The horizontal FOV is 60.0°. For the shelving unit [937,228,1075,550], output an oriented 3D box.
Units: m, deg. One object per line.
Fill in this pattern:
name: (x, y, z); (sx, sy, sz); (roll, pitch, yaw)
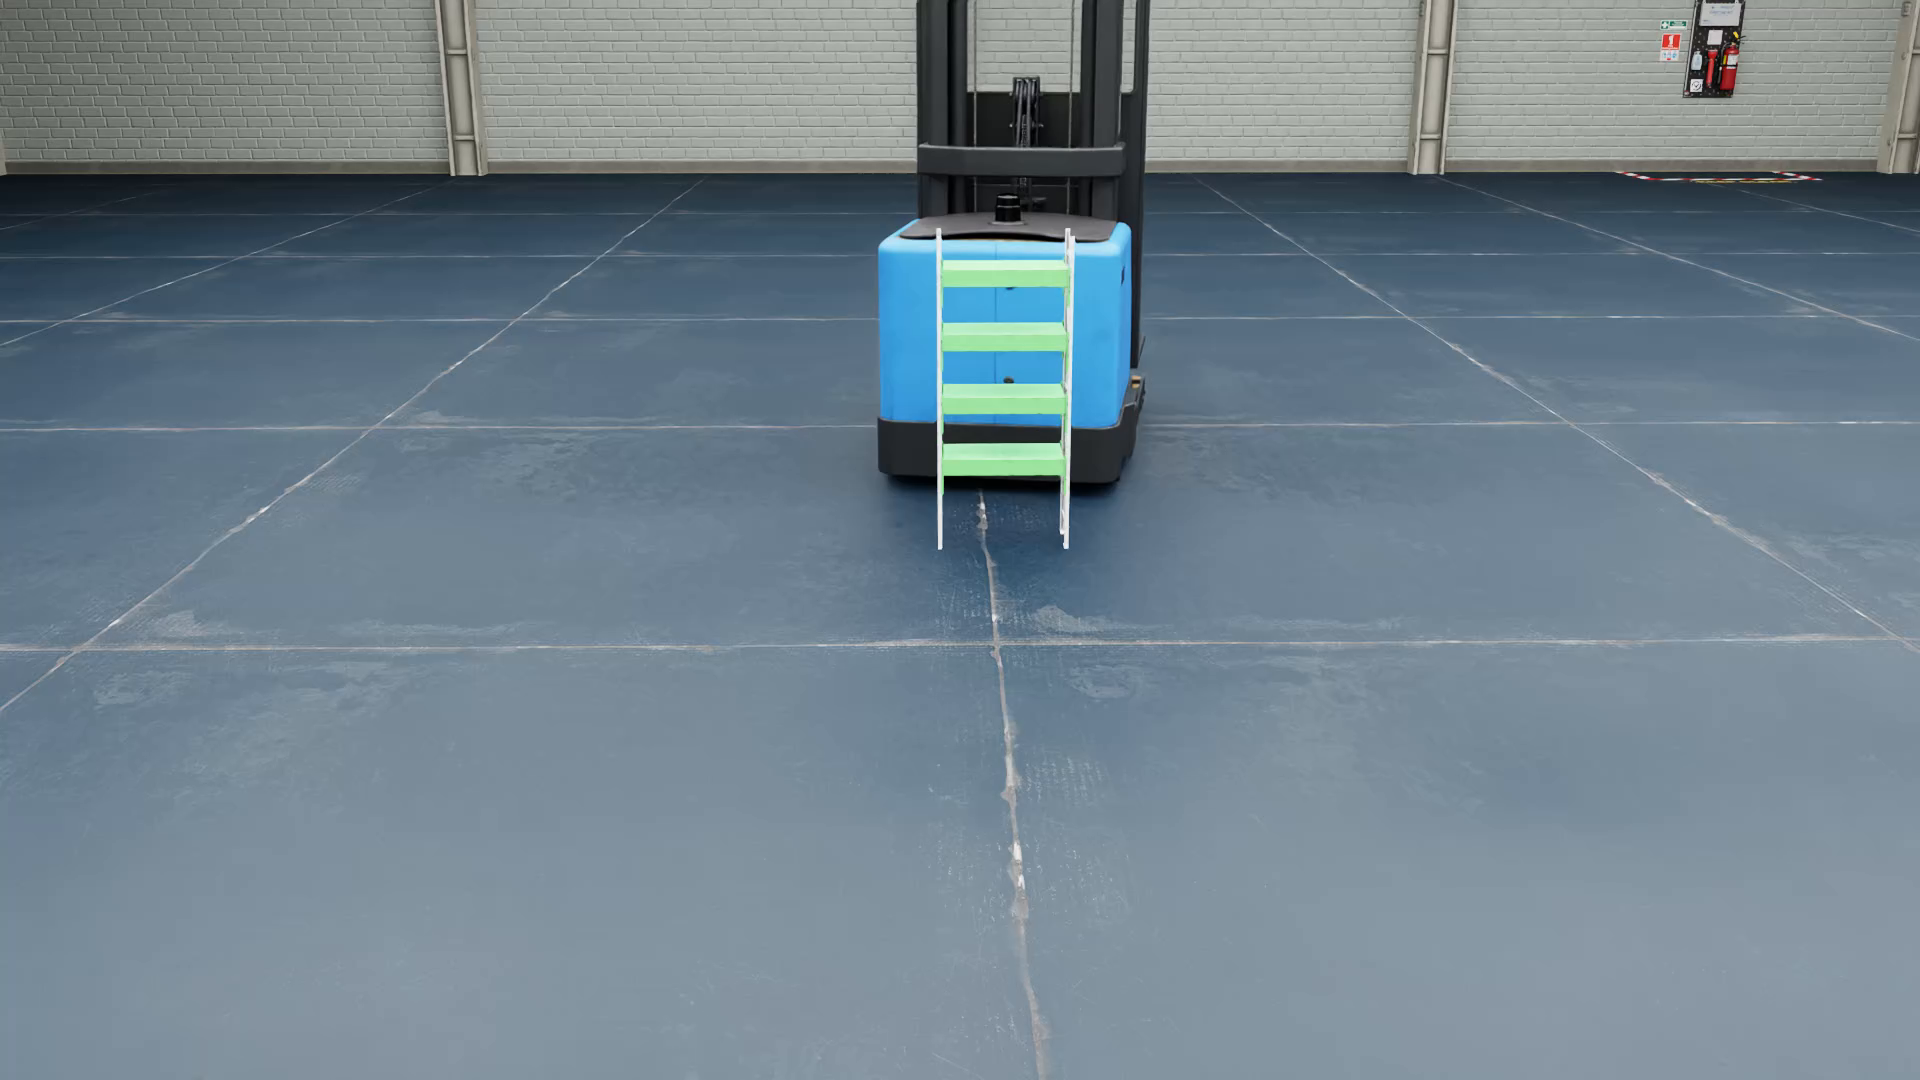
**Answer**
shelving unit: (0.166, -0.572, 6.367); (0.503, 1.200, 0.258); (0, 18, -1)

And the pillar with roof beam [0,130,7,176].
pillar with roof beam: (-12.064, -7.511, 15.231); (0.400, 9.000, 9.100); (0, 18, -1)

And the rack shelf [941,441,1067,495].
rack shelf: (0.166, -0.283, 6.460); (0.480, 0.148, 0.258); (0, 18, -1)

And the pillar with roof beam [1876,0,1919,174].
pillar with roof beam: (11.933, -7.627, 15.592); (0.400, 9.000, 9.100); (0, 18, -1)

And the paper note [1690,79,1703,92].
paper note: (9.215, -5.686, 20.804); (0.142, 0.148, 0.016); (0, 18, -1)

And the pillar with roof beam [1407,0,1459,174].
pillar with roof beam: (5.934, -7.598, 15.502); (0.400, 9.000, 9.100); (0, 18, -1)

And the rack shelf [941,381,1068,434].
rack shelf: (0.166, -0.511, 6.386); (0.480, 0.148, 0.258); (0, 18, -1)

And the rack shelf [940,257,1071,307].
rack shelf: (0.166, -0.968, 6.240); (0.480, 0.148, 0.258); (0, 18, -1)

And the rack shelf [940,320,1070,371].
rack shelf: (0.166, -0.740, 6.313); (0.480, 0.148, 0.258); (0, 18, -1)

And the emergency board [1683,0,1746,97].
emergency board: (9.394, -6.085, 20.606); (0.643, 1.169, 0.194); (0, 18, -1)

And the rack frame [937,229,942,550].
rack frame: (-0.078, -0.571, 6.363); (0.015, 1.200, 0.240); (0, 18, -1)

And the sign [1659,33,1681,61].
sign: (8.839, -6.131, 20.691); (0.234, 0.329, 0.001); (0, 18, -1)

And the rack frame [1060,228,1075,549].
rack frame: (0.409, -0.573, 6.370); (0.015, 1.200, 0.240); (0, 18, -1)

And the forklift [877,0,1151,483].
forklift: (0.377, -2.044, 8.121); (1.130, 2.935, 3.031); (3, 18, 8)

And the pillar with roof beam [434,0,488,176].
pillar with roof beam: (-6.065, -7.540, 15.321); (0.400, 9.000, 9.100); (0, 18, -1)

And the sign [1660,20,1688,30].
sign: (8.844, -6.381, 20.601); (0.331, 0.109, 0.001); (0, 18, -1)
